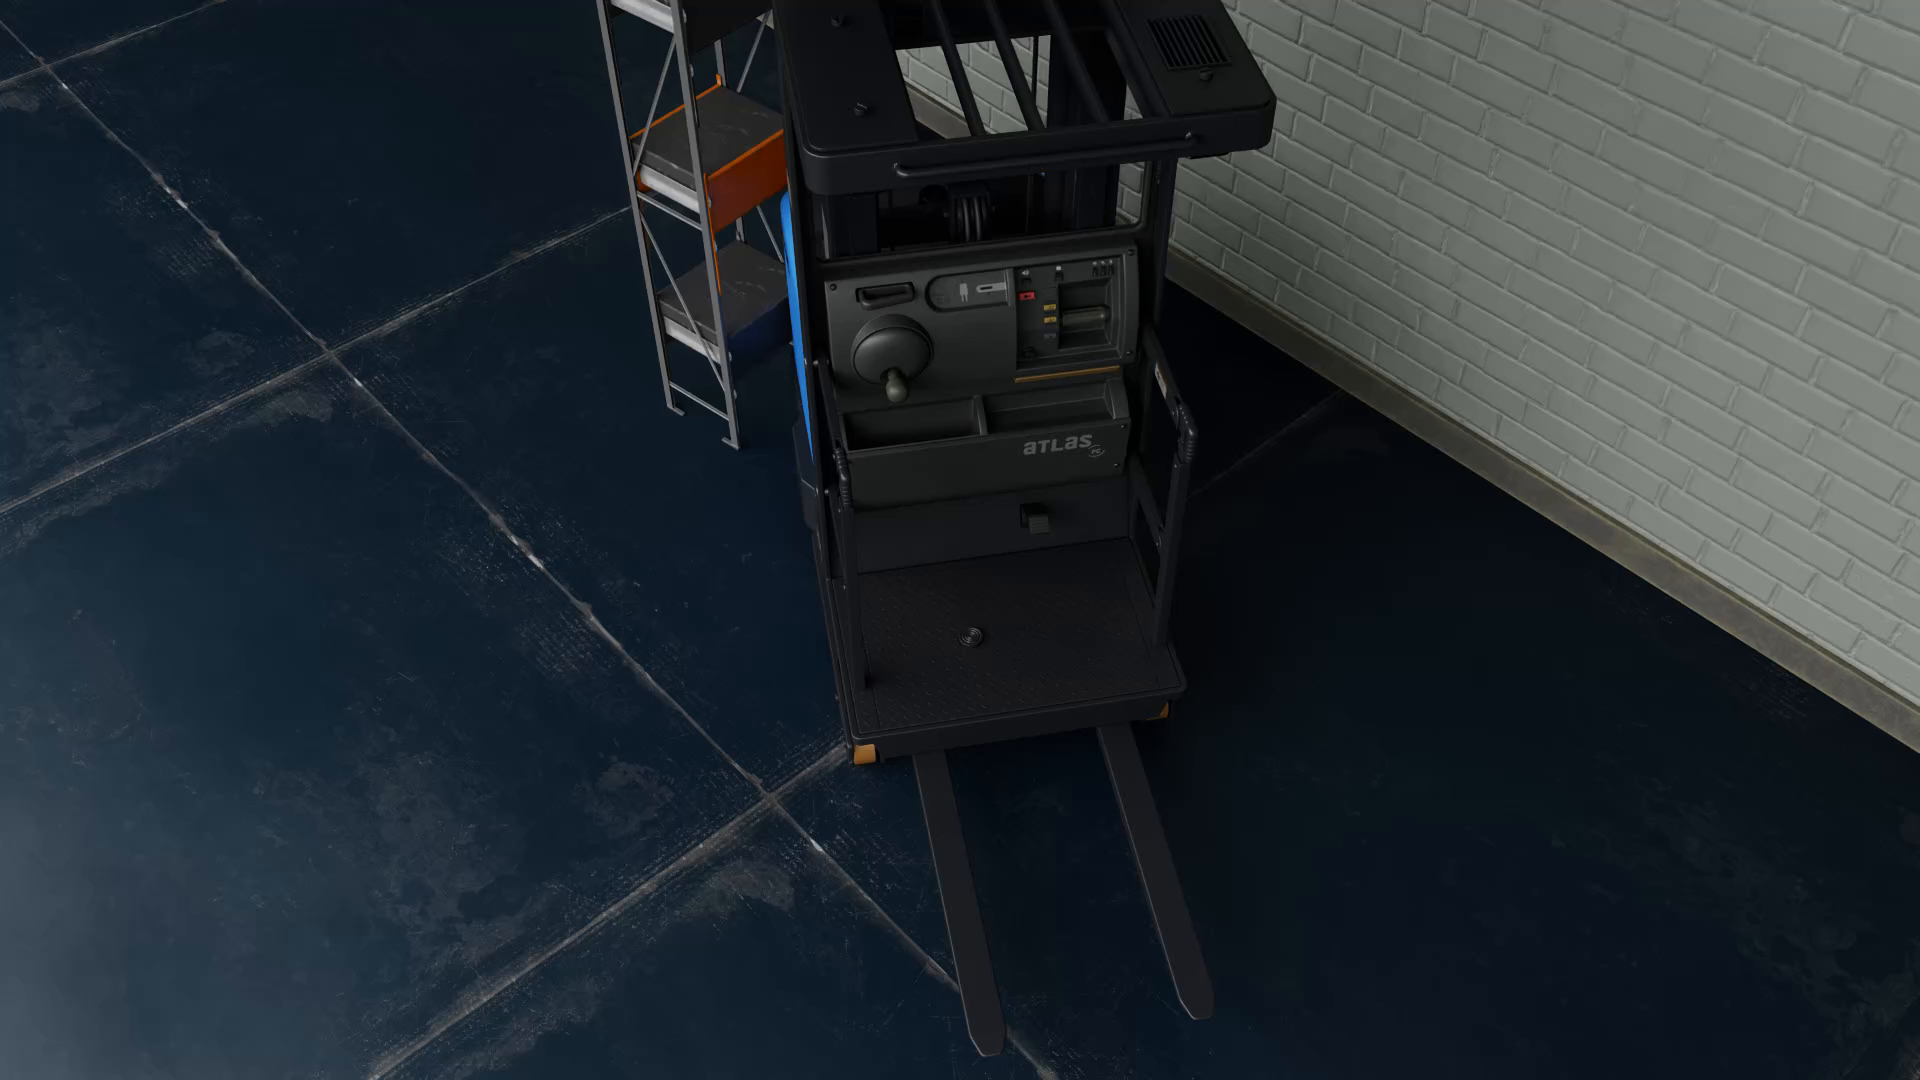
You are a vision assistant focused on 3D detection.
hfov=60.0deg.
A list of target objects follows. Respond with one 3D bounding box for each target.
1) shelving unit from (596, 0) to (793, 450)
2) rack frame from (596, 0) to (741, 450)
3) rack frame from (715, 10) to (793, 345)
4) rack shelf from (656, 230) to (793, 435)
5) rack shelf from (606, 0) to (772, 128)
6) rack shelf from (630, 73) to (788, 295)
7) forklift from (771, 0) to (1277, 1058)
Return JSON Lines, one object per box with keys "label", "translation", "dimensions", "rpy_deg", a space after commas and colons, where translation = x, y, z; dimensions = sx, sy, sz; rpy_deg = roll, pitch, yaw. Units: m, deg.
{"label": "shelving unit", "translation": [-0.874, -1.302, 6.023], "dimensions": [0.431, 2.100, 0.503], "rpy_deg": [31, 54, 25]}
{"label": "rack frame", "translation": [-1.027, -1.163, 5.894], "dimensions": [0.400, 2.100, 0.015], "rpy_deg": [31, 54, 25]}
{"label": "rack frame", "translation": [-0.720, -1.441, 6.151], "dimensions": [0.400, 2.100, 0.015], "rpy_deg": [31, 54, 25]}
{"label": "rack shelf", "translation": [-0.874, -0.818, 6.547], "dimensions": [0.431, 0.518, 0.480], "rpy_deg": [31, 54, 25]}
{"label": "rack shelf", "translation": [-0.874, -1.767, 5.518], "dimensions": [0.431, 0.518, 0.480], "rpy_deg": [31, 54, 25]}
{"label": "rack shelf", "translation": [-0.874, -1.293, 6.033], "dimensions": [0.431, 0.518, 0.480], "rpy_deg": [31, 54, 25]}
{"label": "forklift", "translation": [0.113, -0.544, 4.758], "dimensions": [1.130, 2.935, 3.031], "rpy_deg": [-8, 48, -7]}
